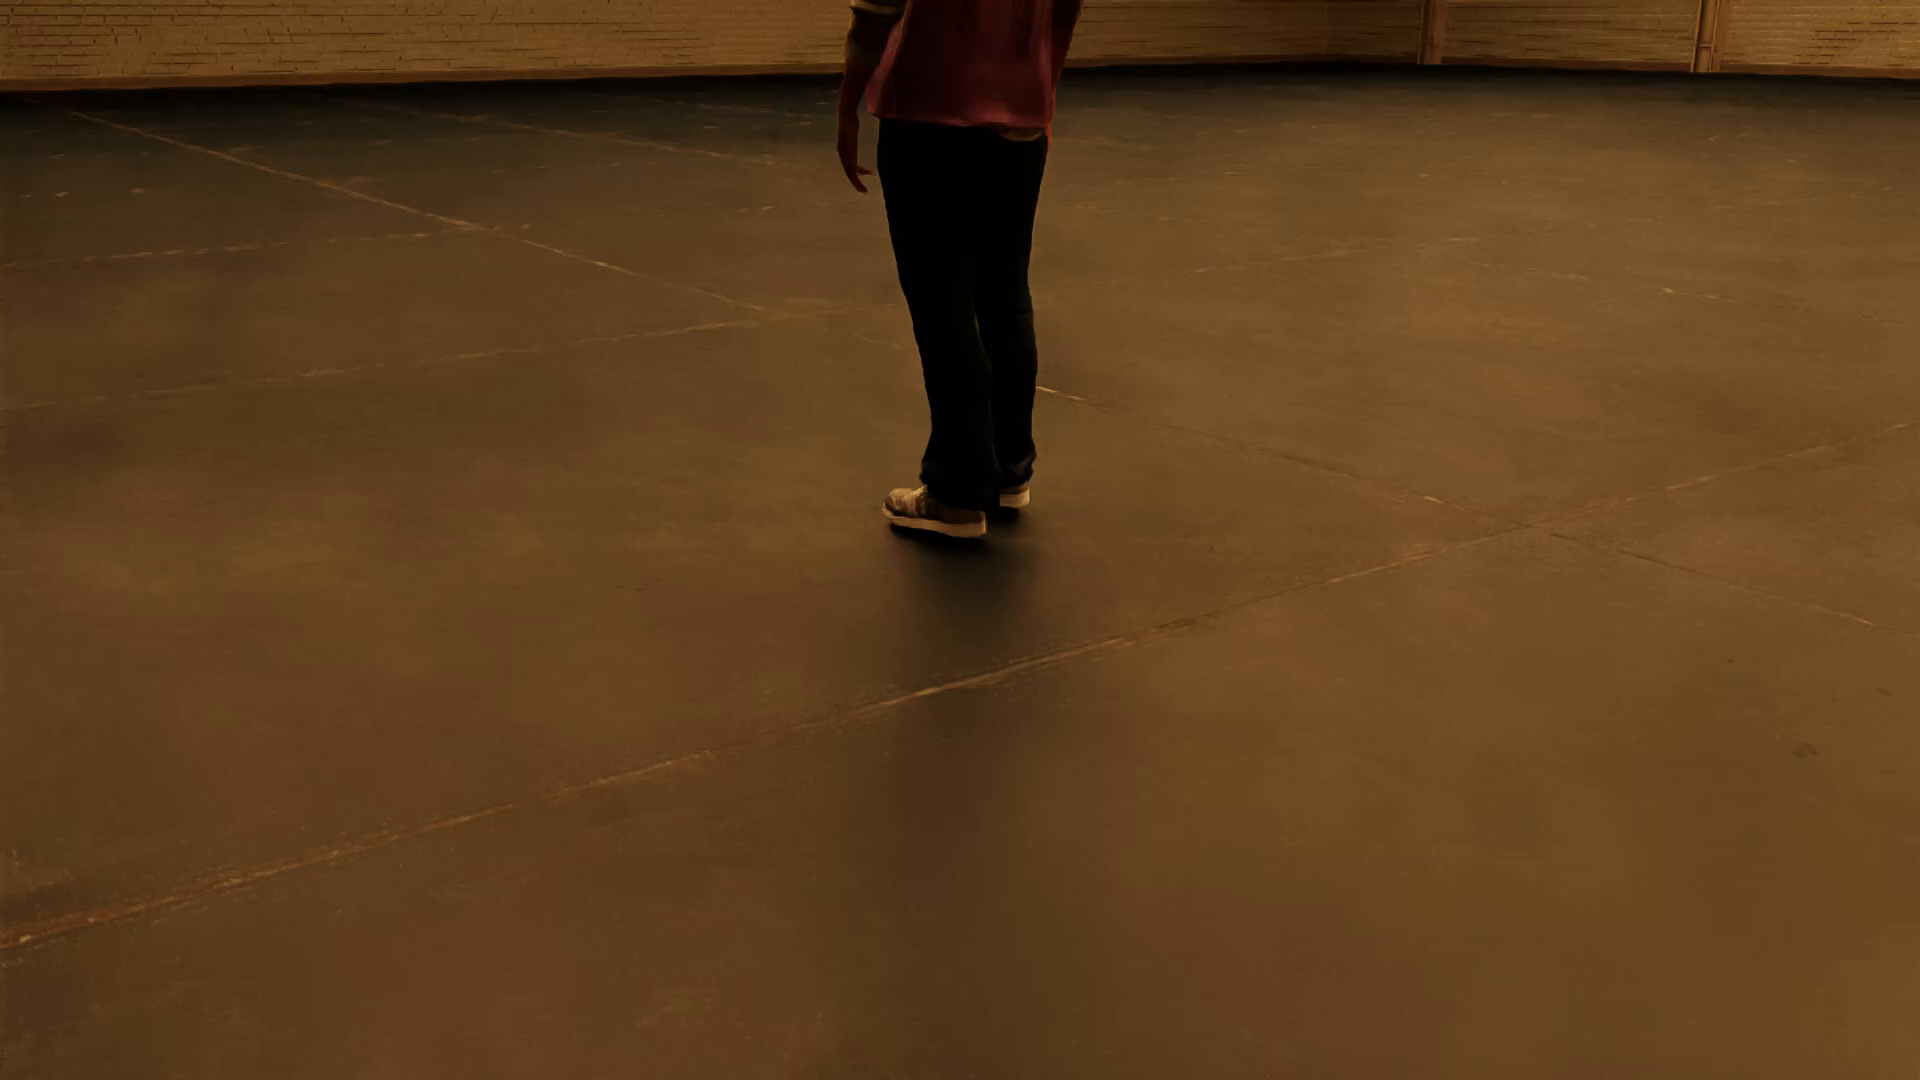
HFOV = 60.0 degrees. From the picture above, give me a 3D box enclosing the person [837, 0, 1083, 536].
[{"bbox_3d":[-0.032,-0.745,3.139,0.520,1.506,0.474,-12,21,-34],"label":"person"}]
